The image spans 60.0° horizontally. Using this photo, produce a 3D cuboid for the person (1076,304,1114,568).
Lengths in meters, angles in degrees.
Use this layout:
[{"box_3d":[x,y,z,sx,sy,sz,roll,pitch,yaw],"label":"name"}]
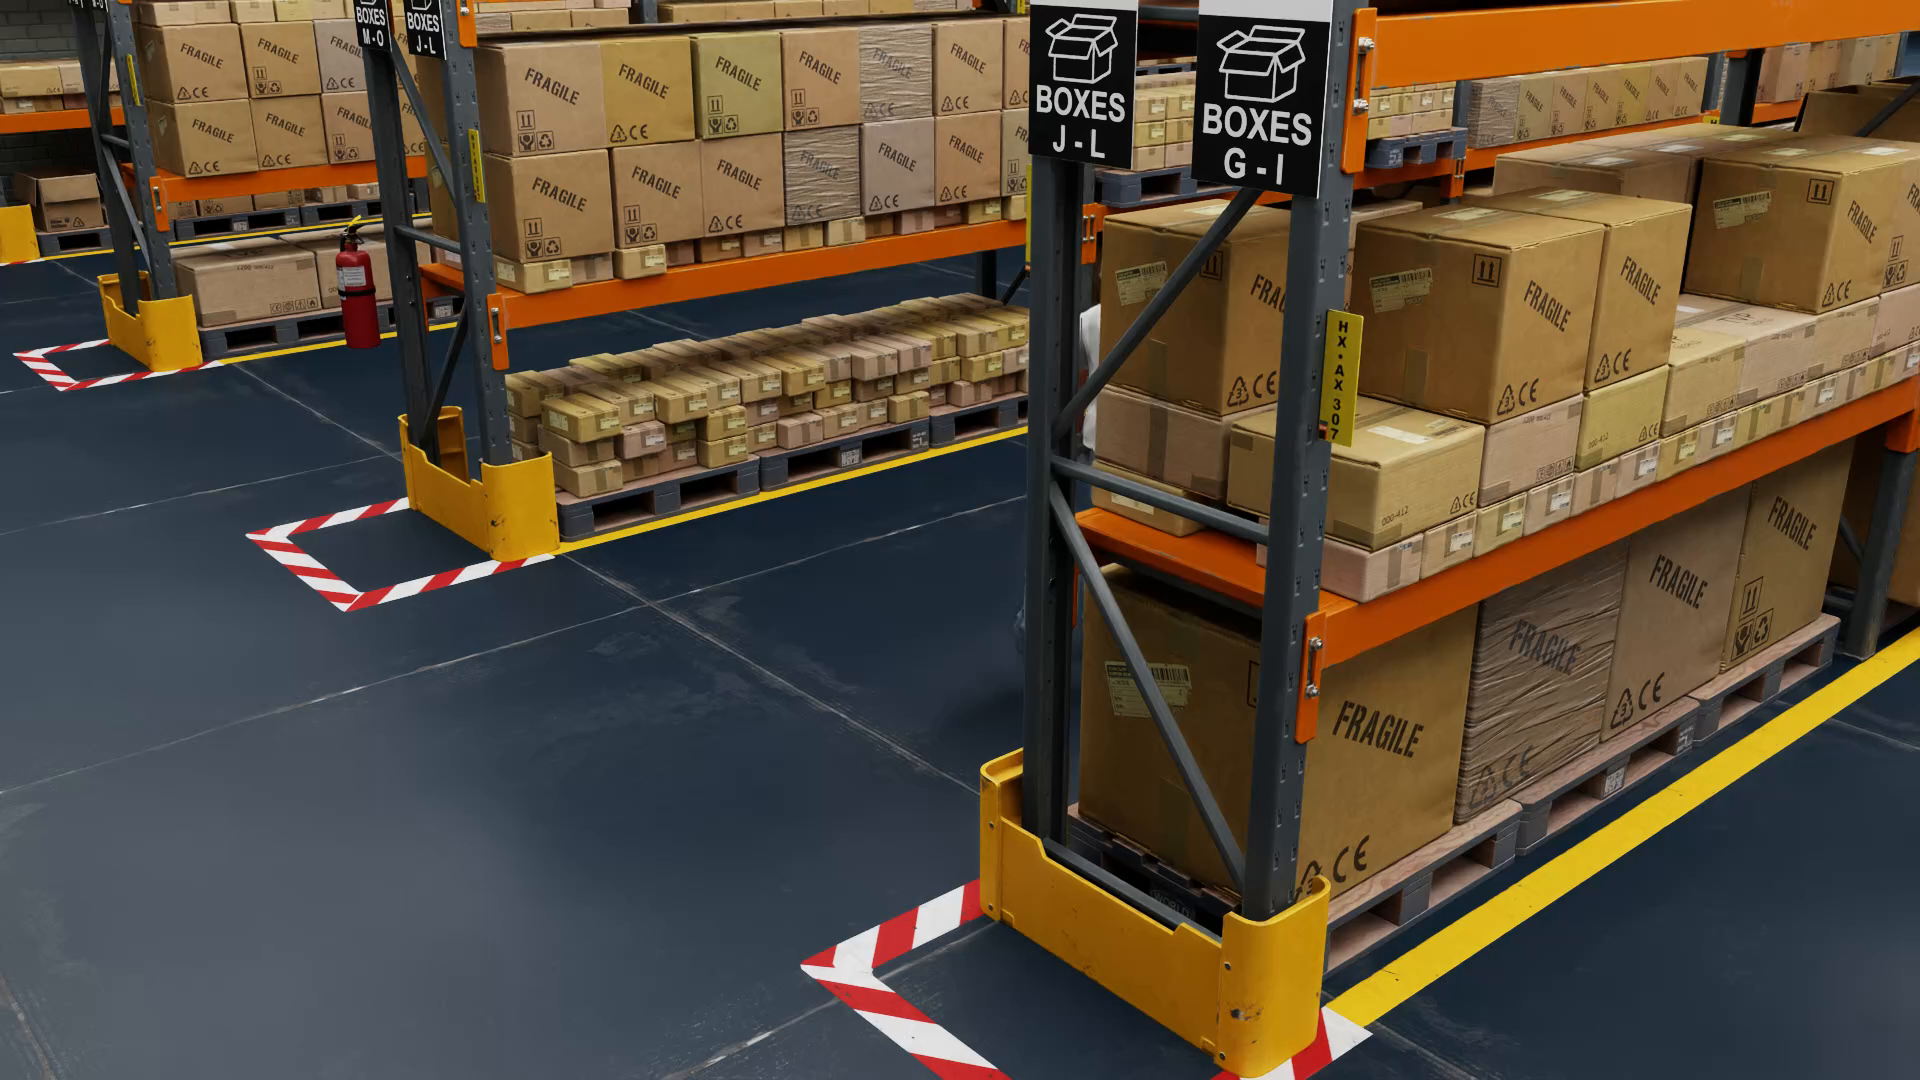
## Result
[{"box_3d":[0.743,-0.352,6.988,0.593,1.835,0.420,18,27,40],"label":"person"}]
